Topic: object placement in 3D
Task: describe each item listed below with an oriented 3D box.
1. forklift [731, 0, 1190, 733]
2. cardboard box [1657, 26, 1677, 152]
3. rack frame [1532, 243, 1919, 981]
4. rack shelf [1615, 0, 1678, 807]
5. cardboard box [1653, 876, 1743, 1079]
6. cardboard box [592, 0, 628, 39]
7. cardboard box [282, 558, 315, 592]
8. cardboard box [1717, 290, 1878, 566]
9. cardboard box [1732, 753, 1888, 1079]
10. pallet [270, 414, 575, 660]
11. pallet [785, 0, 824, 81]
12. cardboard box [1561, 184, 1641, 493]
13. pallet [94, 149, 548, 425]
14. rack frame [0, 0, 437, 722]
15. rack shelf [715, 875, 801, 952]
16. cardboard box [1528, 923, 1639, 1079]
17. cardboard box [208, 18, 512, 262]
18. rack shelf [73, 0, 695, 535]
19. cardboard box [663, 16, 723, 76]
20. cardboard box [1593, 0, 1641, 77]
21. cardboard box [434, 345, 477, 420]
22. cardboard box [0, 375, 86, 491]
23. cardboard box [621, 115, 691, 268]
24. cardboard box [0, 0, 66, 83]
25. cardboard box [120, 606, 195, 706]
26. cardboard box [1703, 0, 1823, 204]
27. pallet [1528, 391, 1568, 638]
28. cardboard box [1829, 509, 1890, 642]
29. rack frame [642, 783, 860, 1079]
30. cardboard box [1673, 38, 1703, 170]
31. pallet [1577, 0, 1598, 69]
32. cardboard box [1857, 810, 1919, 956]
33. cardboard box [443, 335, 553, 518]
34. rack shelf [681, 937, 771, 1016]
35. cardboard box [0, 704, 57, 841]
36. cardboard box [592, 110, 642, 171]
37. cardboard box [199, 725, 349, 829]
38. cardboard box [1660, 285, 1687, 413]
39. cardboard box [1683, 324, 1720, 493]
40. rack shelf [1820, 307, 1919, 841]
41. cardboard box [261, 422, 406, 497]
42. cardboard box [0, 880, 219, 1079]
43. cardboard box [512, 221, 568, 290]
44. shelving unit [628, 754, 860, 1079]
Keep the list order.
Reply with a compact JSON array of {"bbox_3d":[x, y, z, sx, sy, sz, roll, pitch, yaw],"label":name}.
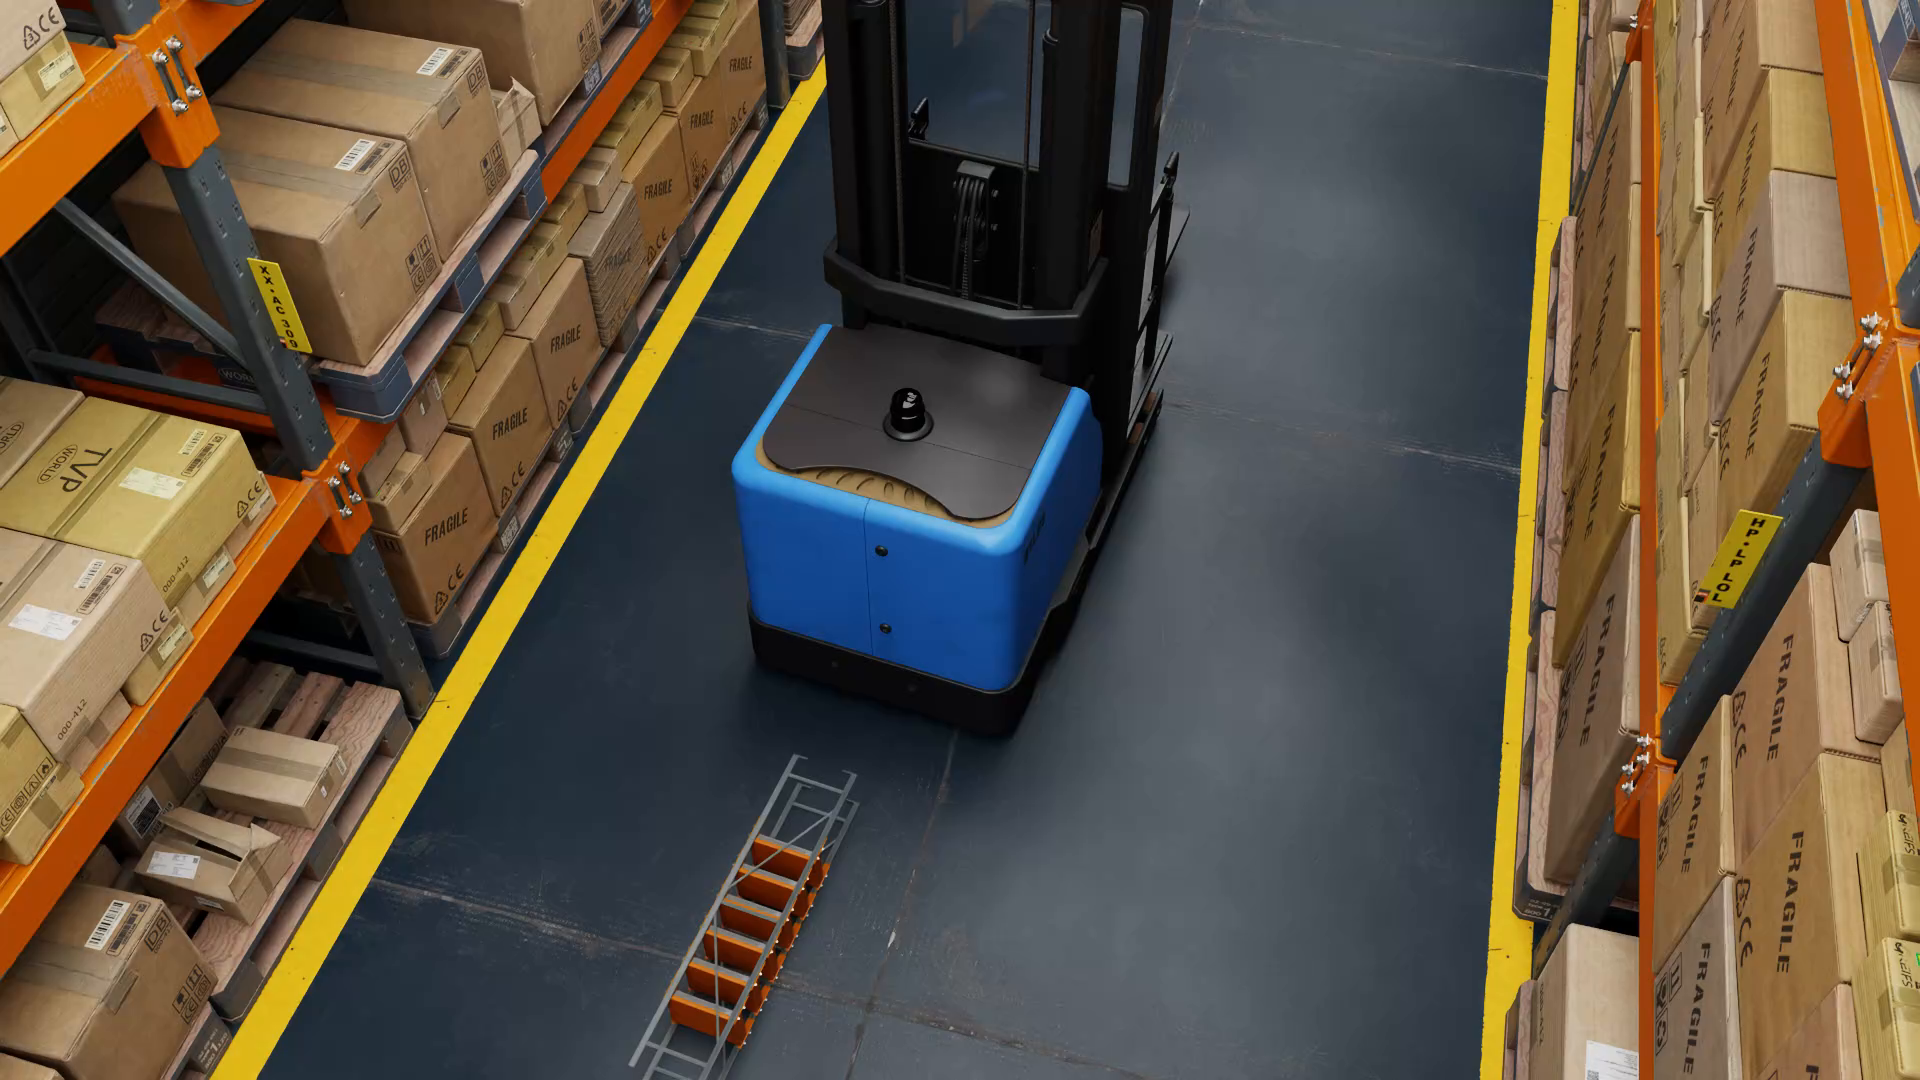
[{"bbox_3d":[0.220,-1.407,5.956,1.130,2.935,3.031,16,50,13],"label":"forklift"},{"bbox_3d":[2.916,-1.658,6.232,0.500,0.250,0.500,10,49,9],"label":"cardboard box"},{"bbox_3d":[2.353,0.506,4.221,1.000,3.000,0.127,12,50,10],"label":"rack frame"},{"bbox_3d":[2.880,-0.702,5.768,1.077,0.370,4.000,12,50,10],"label":"rack shelf"},{"bbox_3d":[1.841,1.124,3.609,0.500,0.500,0.500,12,50,10],"label":"cardboard box"},{"bbox_3d":[-1.635,-2.320,6.367,0.797,0.503,0.637,11,49,9],"label":"cardboard box"},{"bbox_3d":[-2.593,-0.196,6.228,0.500,0.500,0.500,11,50,10],"label":"cardboard box"},{"bbox_3d":[2.229,-0.230,4.138,0.500,0.500,0.500,13,50,11],"label":"cardboard box"},{"bbox_3d":[1.855,0.803,3.226,0.500,0.500,0.500,11,49,10],"label":"cardboard box"},{"bbox_3d":[-2.259,-0.144,6.655,1.003,0.211,1.213,12,50,10],"label":"pallet"},{"bbox_3d":[-1.129,-3.029,9.201,1.003,0.211,1.213,12,50,10],"label":"pallet"},{"bbox_3d":[2.905,-0.695,6.419,0.875,0.875,0.875,12,50,10],"label":"cardboard box"},{"bbox_3d":[-2.121,-0.964,5.647,1.003,0.211,1.213,12,50,10],"label":"pallet"},{"bbox_3d":[-2.436,-0.471,5.084,1.000,3.000,0.127,12,50,10],"label":"rack frame"},{"bbox_3d":[-0.660,1.224,5.457,0.258,0.180,0.103,16,51,14],"label":"rack shelf"},{"bbox_3d":[2.084,1.648,4.642,0.875,0.438,0.875,11,49,9],"label":"cardboard box"},{"bbox_3d":[-1.957,-1.323,5.489,0.700,0.500,0.500,12,50,10],"label":"cardboard box"},{"bbox_3d":[-1.910,-1.679,6.630,1.077,0.370,4.000,12,50,10],"label":"rack shelf"},{"bbox_3d":[-1.311,-2.280,7.635,0.380,0.149,0.250,9,49,8],"label":"cardboard box"},{"bbox_3d":[3.751,-2.599,8.434,0.950,0.372,0.625,11,49,9],"label":"cardboard box"},{"bbox_3d":[-2.031,-0.608,6.159,0.380,0.149,0.250,9,49,8],"label":"cardboard box"},{"bbox_3d":[-2.827,-0.214,4.759,0.500,0.250,0.500,11,50,10],"label":"cardboard box"},{"bbox_3d":[-1.565,-1.588,7.457,0.500,0.500,0.500,14,50,12],"label":"cardboard box"},{"bbox_3d":[-2.322,-1.114,3.552,0.500,0.250,0.500,12,50,10],"label":"cardboard box"},{"bbox_3d":[-2.369,0.278,4.590,0.380,0.149,0.250,13,50,11],"label":"cardboard box"},{"bbox_3d":[2.632,-1.346,5.123,0.500,0.500,0.500,12,50,11],"label":"cardboard box"},{"bbox_3d":[2.803,-0.029,6.554,1.003,0.211,1.213,12,50,10],"label":"pallet"},{"bbox_3d":[2.020,0.105,3.410,0.380,0.149,0.250,11,49,9],"label":"cardboard box"},{"bbox_3d":[-0.676,1.316,5.499,0.240,0.006,1.200,16,51,14],"label":"rack frame"},{"bbox_3d":[2.754,-1.453,5.718,0.500,0.250,0.500,11,50,10],"label":"cardboard box"},{"bbox_3d":[3.936,-2.909,9.095,1.003,0.211,1.213,12,50,10],"label":"pallet"},{"bbox_3d":[1.817,0.654,2.925,0.380,0.149,0.250,11,50,10],"label":"cardboard box"},{"bbox_3d":[-1.961,-0.475,6.475,0.500,0.500,0.500,11,49,10],"label":"cardboard box"},{"bbox_3d":[-0.746,1.394,5.310,0.258,0.180,0.103,16,51,14],"label":"rack shelf"},{"bbox_3d":[-2.597,0.620,4.022,0.500,0.250,0.500,11,50,10],"label":"cardboard box"},{"bbox_3d":[-1.602,-1.735,7.154,0.380,0.149,0.250,11,49,9],"label":"cardboard box"},{"bbox_3d":[-2.300,0.795,5.588,0.380,0.149,0.250,10,49,9],"label":"cardboard box"},{"bbox_3d":[2.514,-0.548,5.252,0.500,0.250,0.500,10,49,9],"label":"cardboard box"},{"bbox_3d":[2.359,-0.339,4.734,0.500,0.250,0.500,13,50,11],"label":"cardboard box"},{"bbox_3d":[1.827,1.198,2.090,1.077,0.370,4.000,12,50,10],"label":"rack shelf"},{"bbox_3d":[-2.144,-0.314,5.702,0.380,0.149,0.250,11,49,9],"label":"cardboard box"},{"bbox_3d":[-2.701,1.326,4.885,0.700,0.500,0.500,10,49,9],"label":"cardboard box"},{"bbox_3d":[-1.802,-1.161,6.647,0.380,0.149,0.250,13,50,11],"label":"cardboard box"},{"bbox_3d":[-0.676,1.256,5.430,0.258,0.189,1.200,16,51,14],"label":"shelving unit"}]
